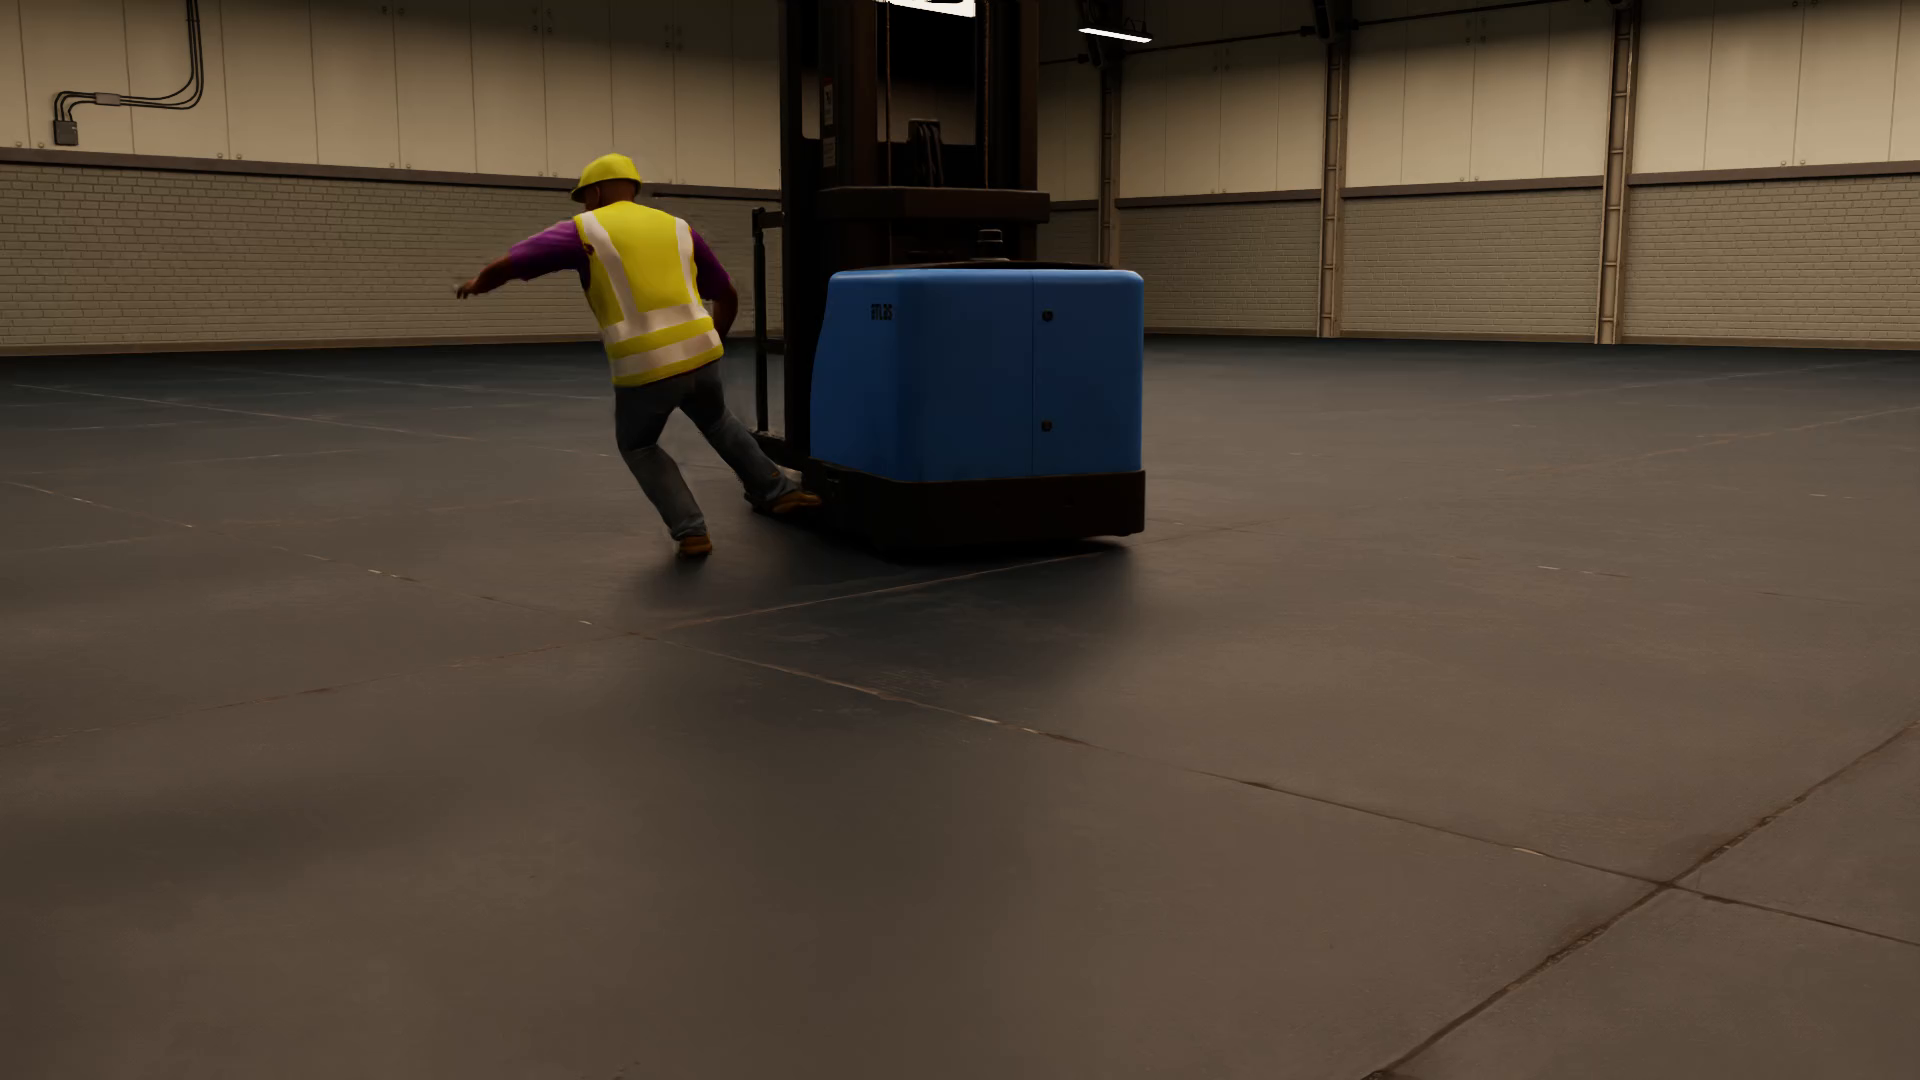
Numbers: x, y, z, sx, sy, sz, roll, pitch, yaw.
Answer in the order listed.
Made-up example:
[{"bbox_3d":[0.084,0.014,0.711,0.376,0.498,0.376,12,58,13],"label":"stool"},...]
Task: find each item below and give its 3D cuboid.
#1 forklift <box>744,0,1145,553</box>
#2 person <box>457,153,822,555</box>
[{"bbox_3d":[-0.342,-1.583,7.385,1.130,2.935,3.031,-4,9,-24],"label":"forklift"},{"bbox_3d":[-1.155,-0.713,6.394,1.308,1.501,0.918,-7,11,-38],"label":"person"}]
